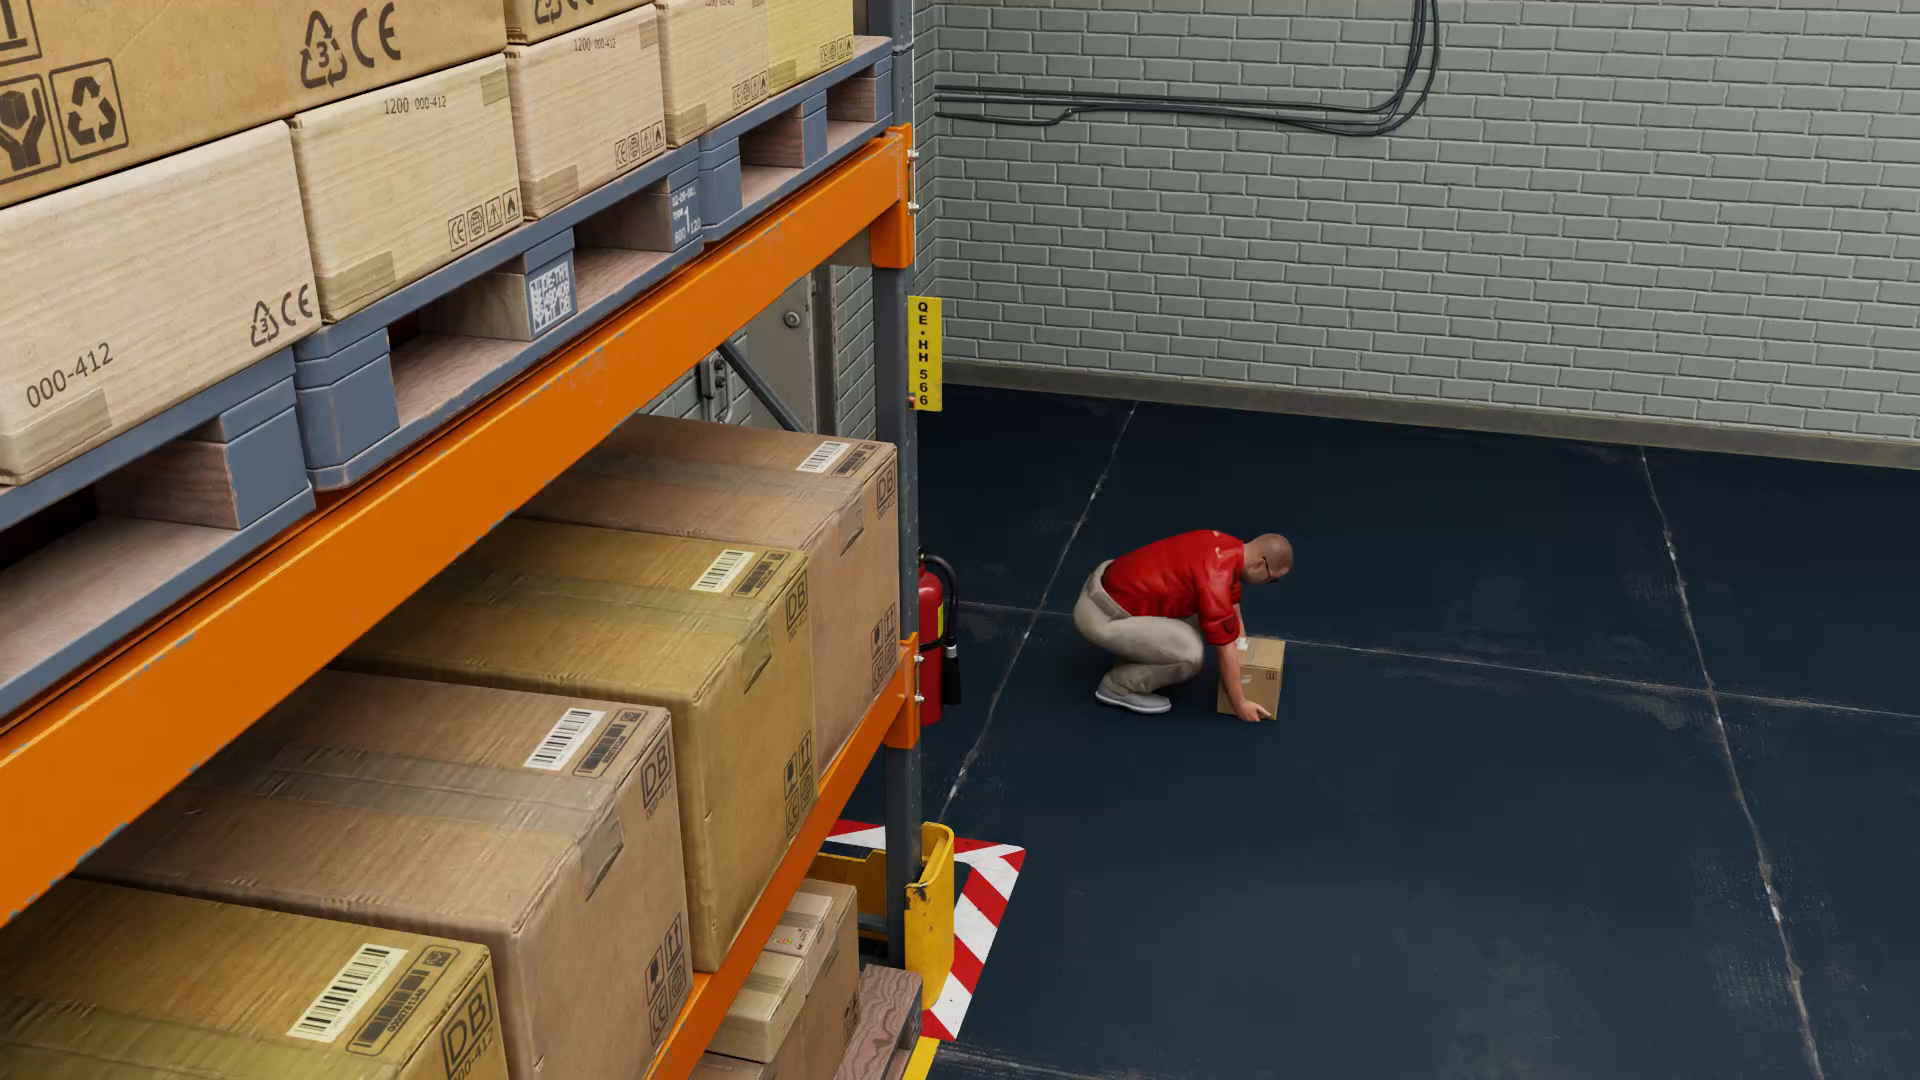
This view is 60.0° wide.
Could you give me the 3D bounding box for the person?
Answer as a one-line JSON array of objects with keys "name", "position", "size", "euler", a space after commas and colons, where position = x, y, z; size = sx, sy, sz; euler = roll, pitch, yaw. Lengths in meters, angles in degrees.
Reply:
[{"name": "person", "position": [0.965, 0.364, 7.090], "size": [0.837, 0.849, 0.537], "euler": [6, 26, 13]}]
